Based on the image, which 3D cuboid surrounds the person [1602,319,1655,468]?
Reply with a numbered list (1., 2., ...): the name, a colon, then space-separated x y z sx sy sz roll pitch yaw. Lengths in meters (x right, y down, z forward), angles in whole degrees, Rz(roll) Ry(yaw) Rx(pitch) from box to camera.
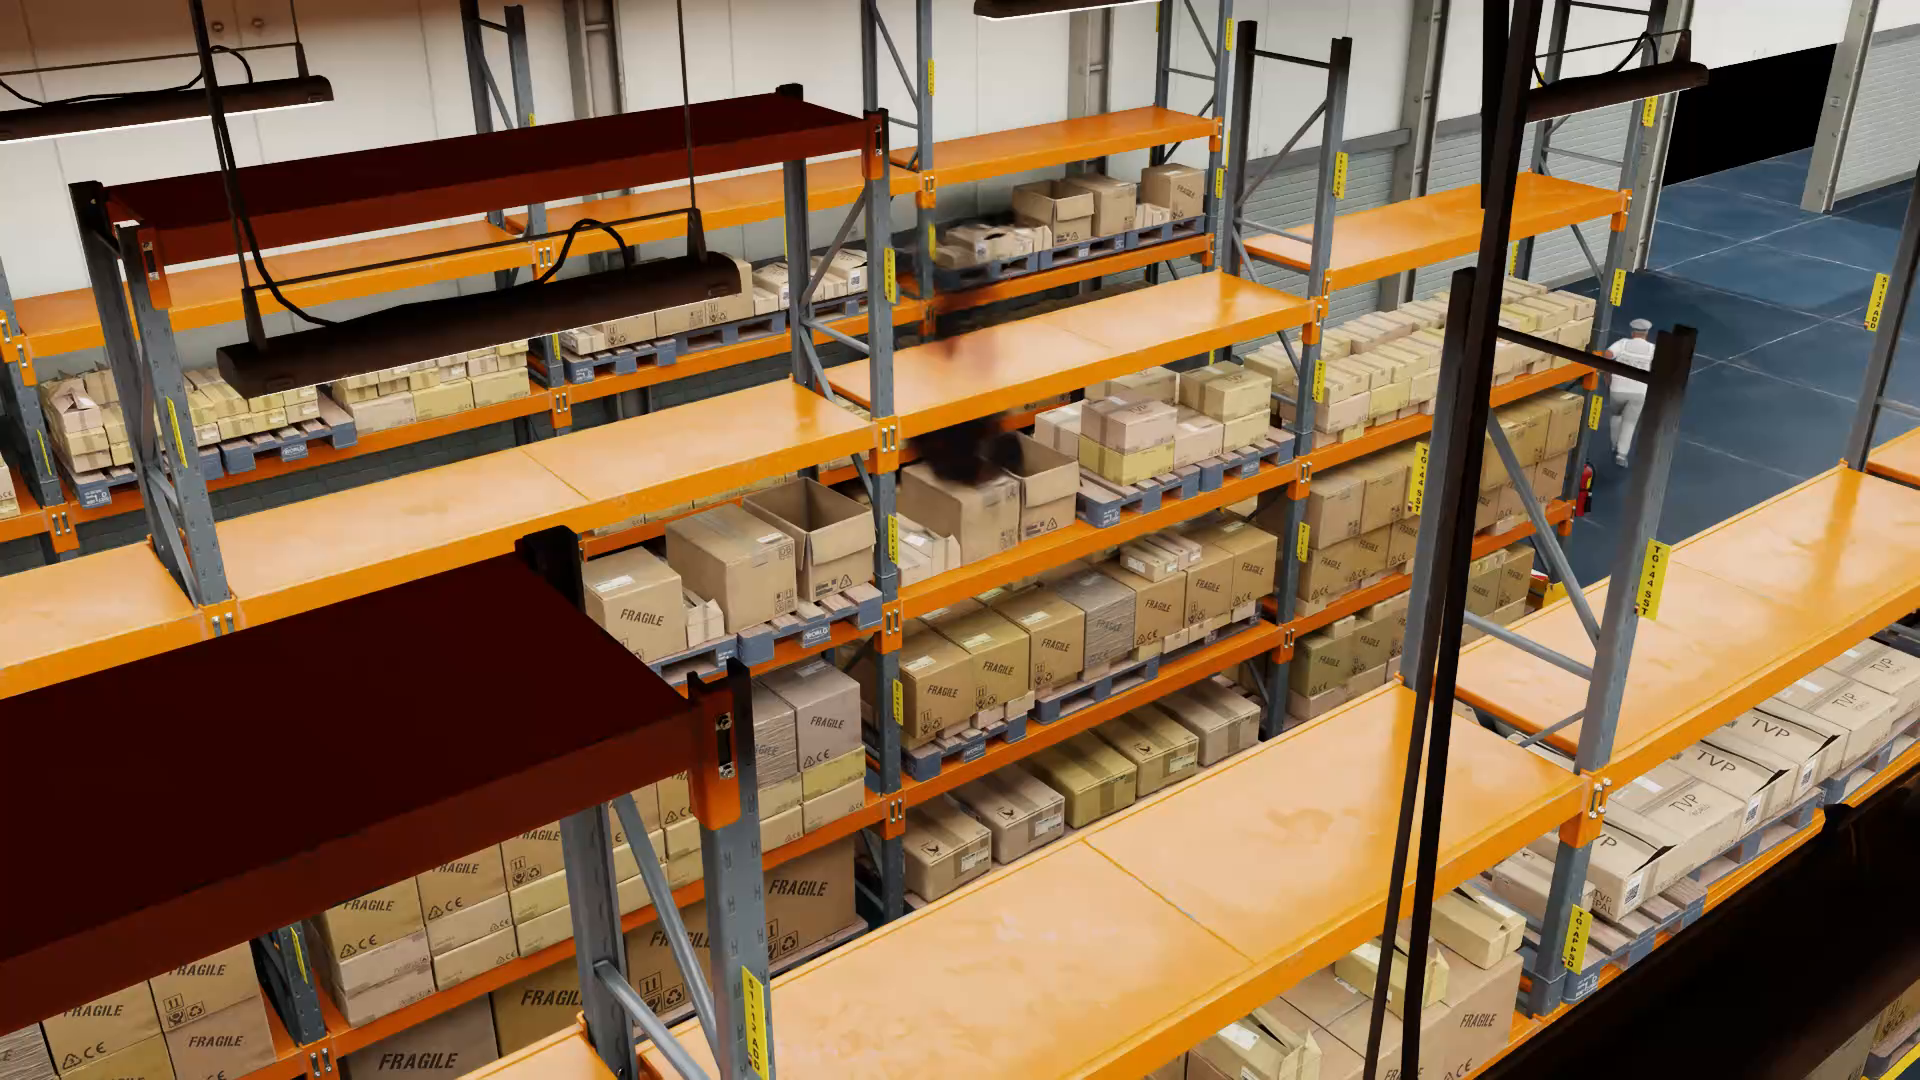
1. person: 7.874 -1.654 19.653 0.703 1.720 1.006 9 28 18
